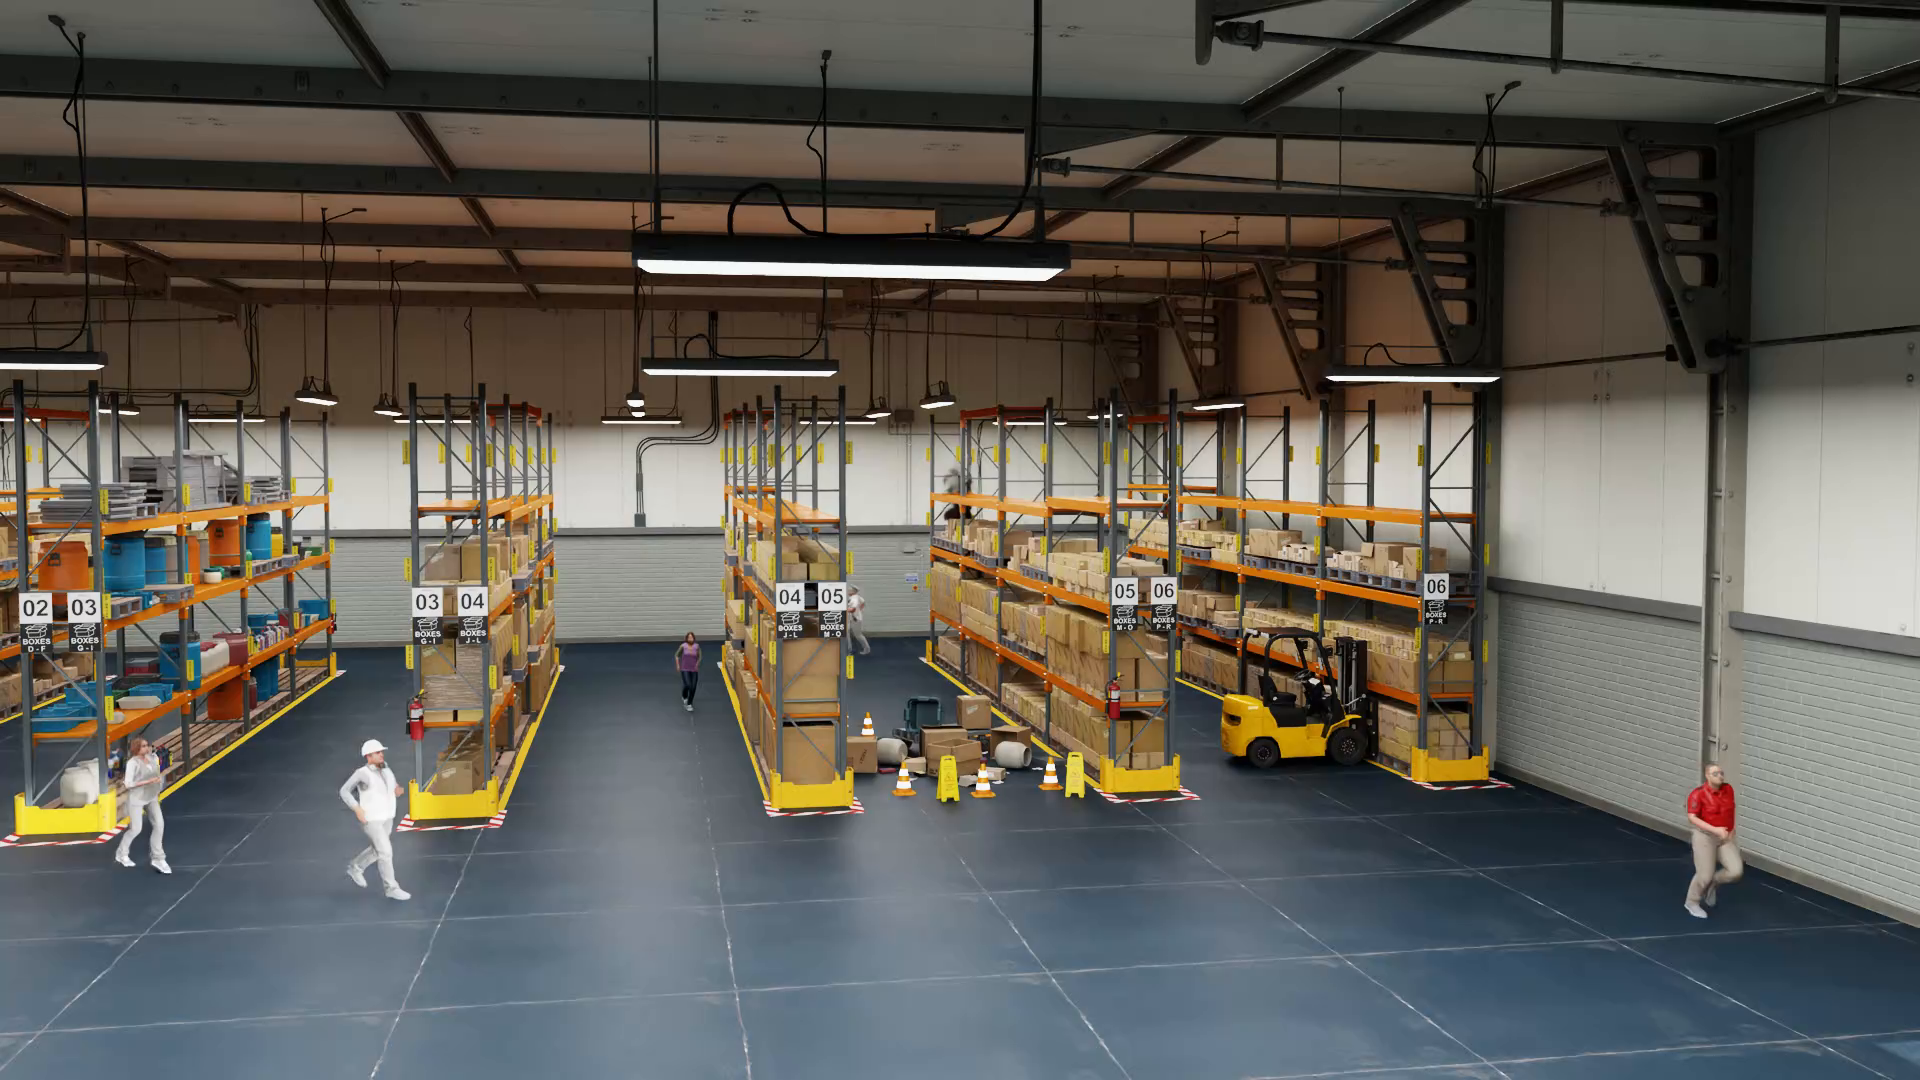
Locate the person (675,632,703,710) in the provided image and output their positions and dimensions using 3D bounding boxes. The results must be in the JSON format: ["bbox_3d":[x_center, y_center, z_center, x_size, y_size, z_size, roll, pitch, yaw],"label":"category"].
[{"bbox_3d":[-5.289,2.571,32.525,0.515,1.554,0.627,-1,3,-19],"label":"person"}]

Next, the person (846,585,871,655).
[{"bbox_3d":[-2.575,2.026,41.398,0.732,1.832,0.642,0,3,-9],"label":"person"}]

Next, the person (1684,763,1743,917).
[{"bbox_3d":[8.173,3.253,17.958,0.688,1.684,0.718,-1,3,-11],"label":"person"}]

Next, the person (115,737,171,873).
[{"bbox_3d":[-9.843,3.177,19.966,0.719,1.635,0.524,1,3,19],"label":"person"}]

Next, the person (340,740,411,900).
[{"bbox_3d":[-6.601,3.138,18.804,0.970,1.758,0.656,1,3,19],"label":"person"}]
